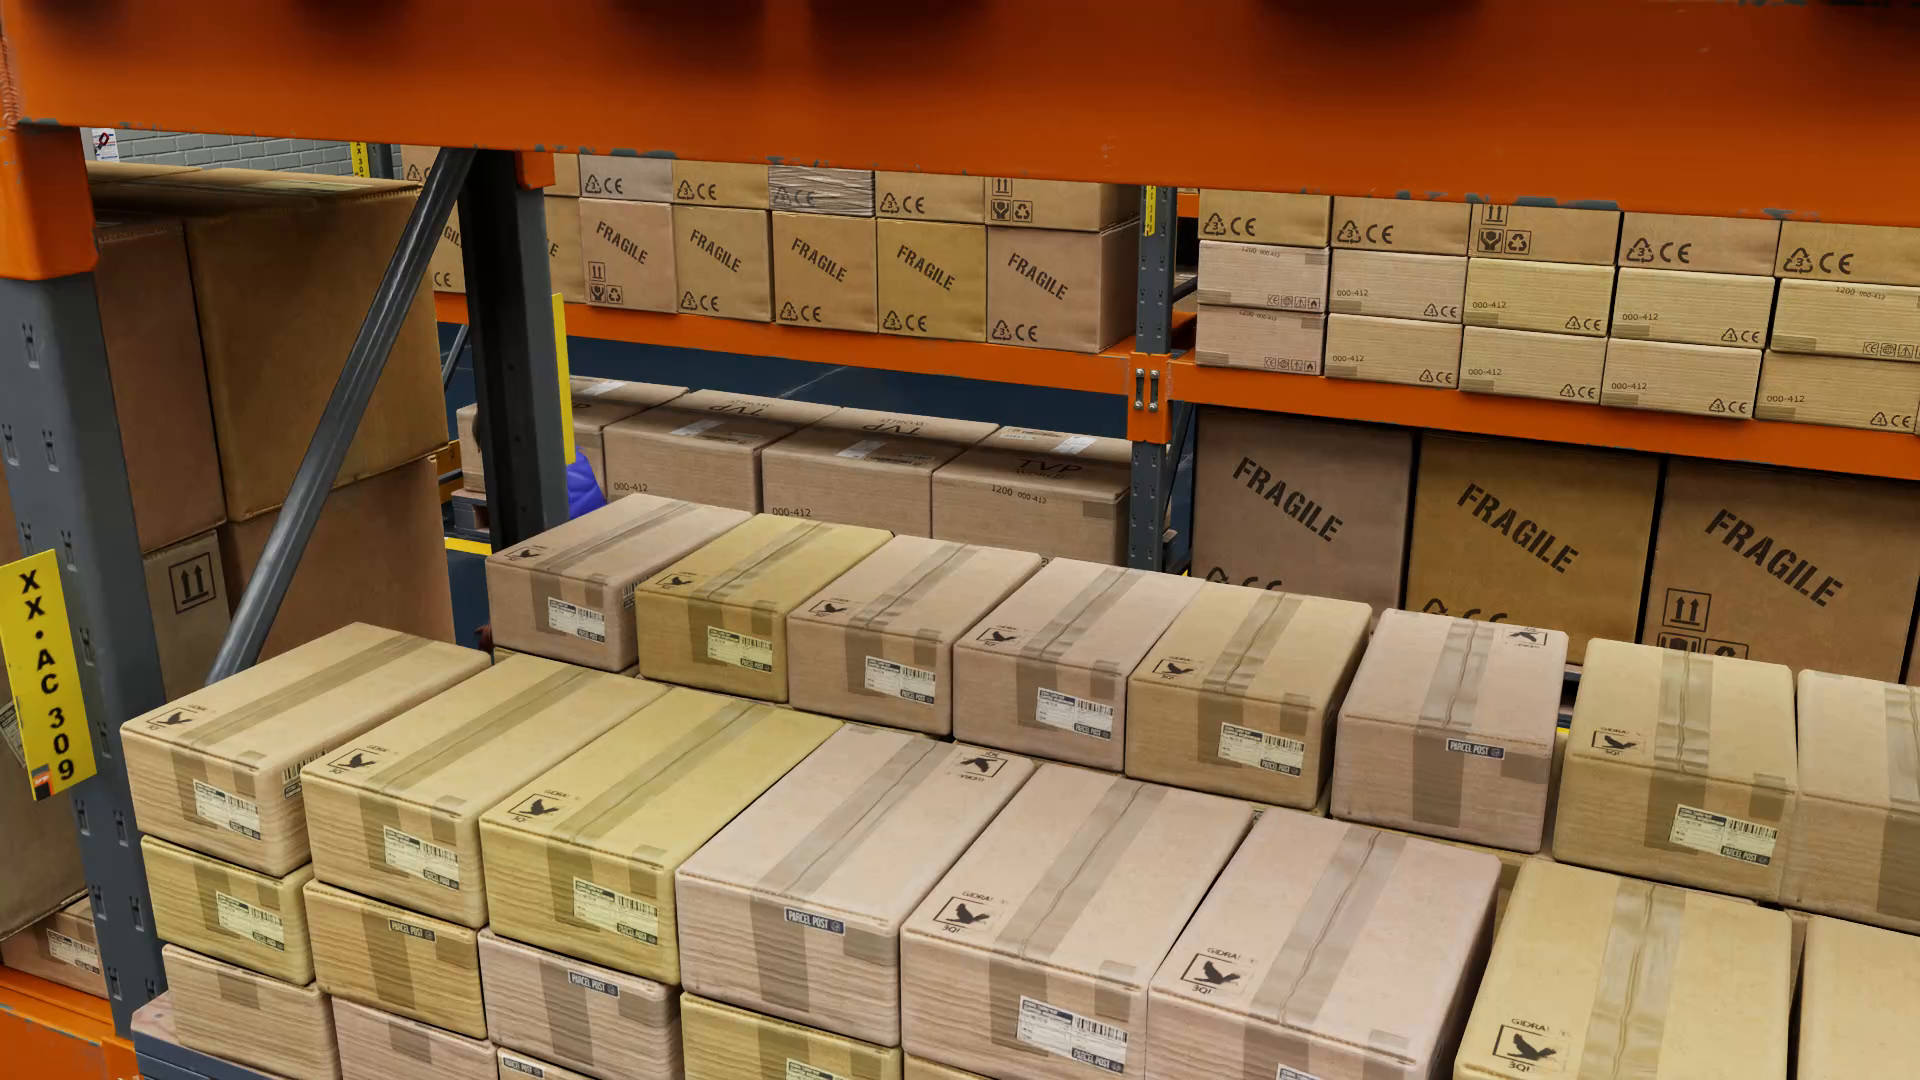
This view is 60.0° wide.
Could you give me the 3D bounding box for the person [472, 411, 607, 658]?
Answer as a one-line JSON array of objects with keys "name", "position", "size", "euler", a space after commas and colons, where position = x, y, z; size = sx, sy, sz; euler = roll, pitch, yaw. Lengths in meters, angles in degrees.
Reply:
[{"name": "person", "position": [-1.356, 0.256, 5.652], "size": [0.555, 1.465, 0.490], "euler": [9, 21, 23]}]
